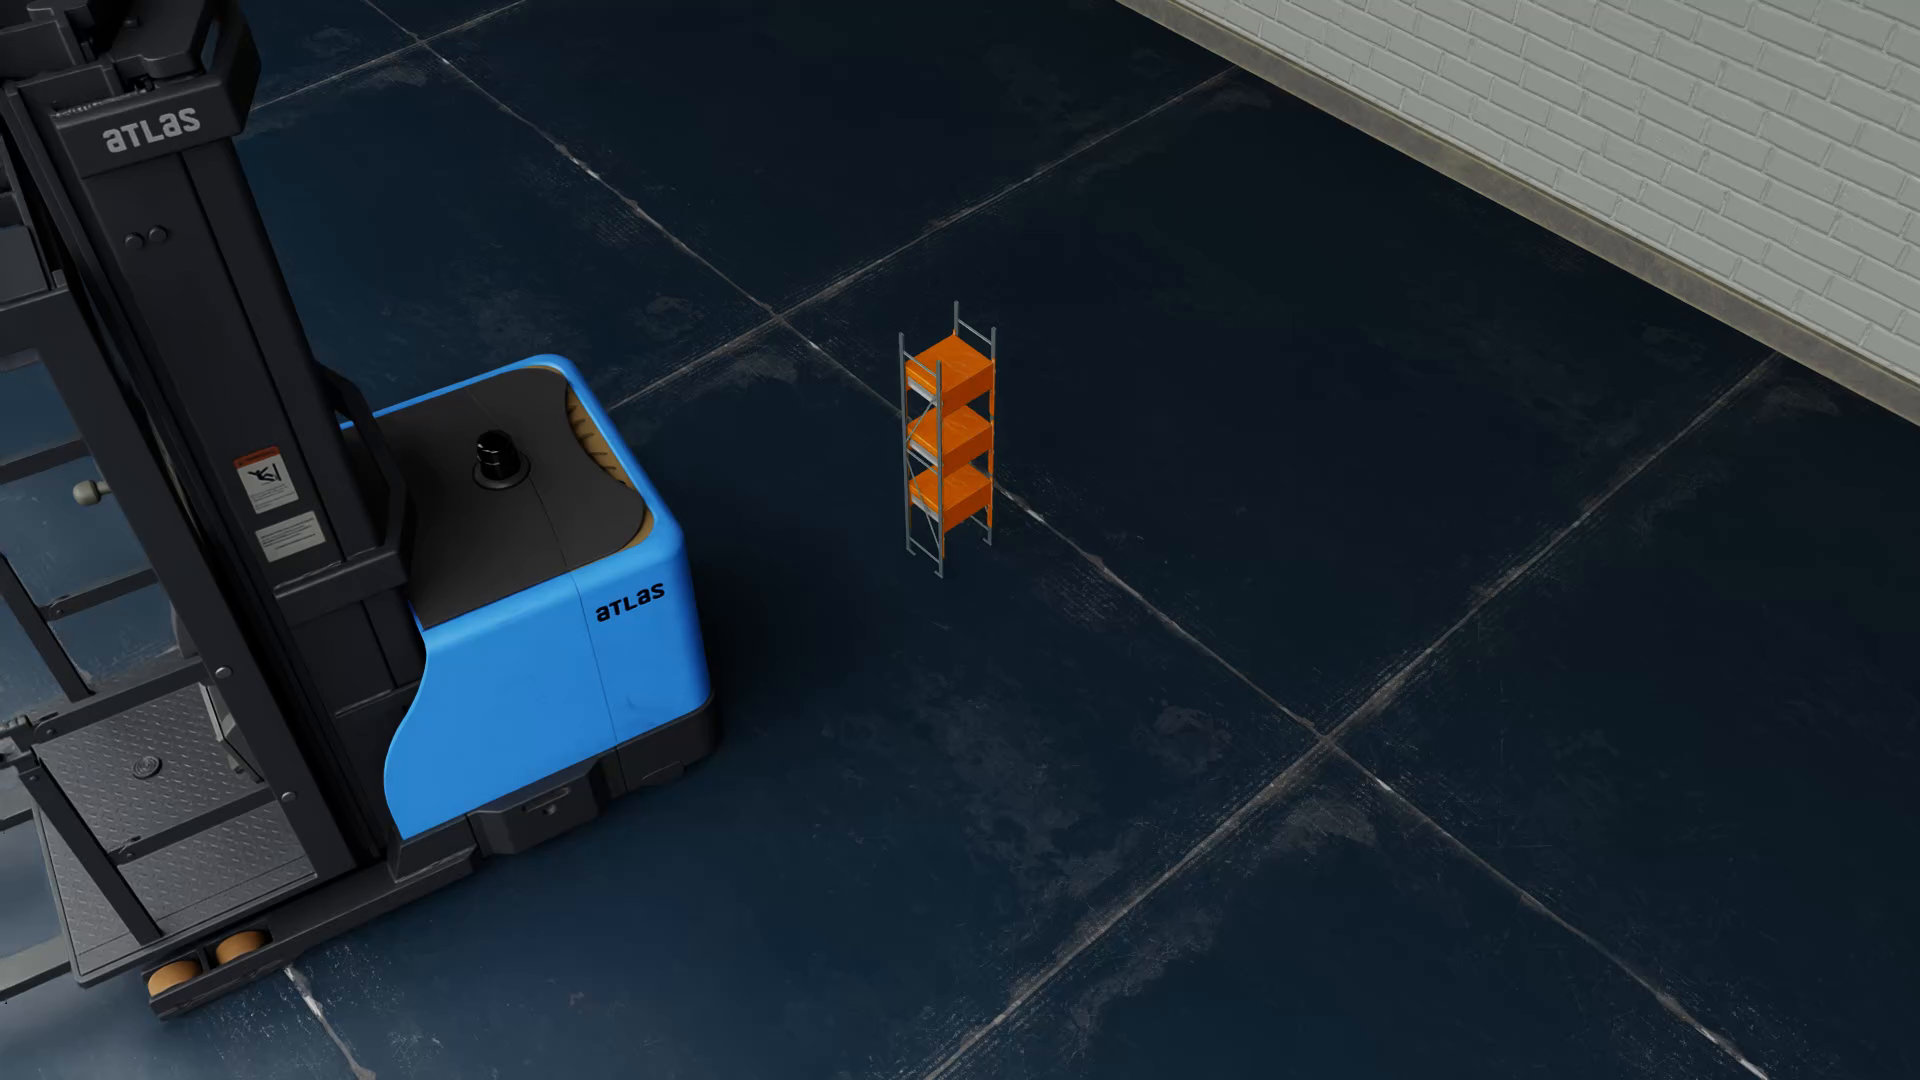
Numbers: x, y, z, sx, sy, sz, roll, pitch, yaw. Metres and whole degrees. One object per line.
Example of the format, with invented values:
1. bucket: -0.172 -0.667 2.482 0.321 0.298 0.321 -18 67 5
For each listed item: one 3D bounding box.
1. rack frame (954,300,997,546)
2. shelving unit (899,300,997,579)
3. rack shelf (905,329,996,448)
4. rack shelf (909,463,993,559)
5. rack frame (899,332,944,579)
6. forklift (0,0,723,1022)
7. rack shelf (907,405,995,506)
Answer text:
1. rack frame: 0.051 -0.390 5.895 0.008 1.050 0.200 -34 56 -27
2. shelving unit: -0.040 -0.330 5.840 0.252 1.050 0.215 -34 56 -27
3. rack shelf: -0.040 -0.515 5.639 0.240 0.259 0.215 -34 56 -27
4. rack shelf: -0.040 -0.134 6.052 0.240 0.259 0.215 -34 56 -27
5. rack frame: -0.130 -0.269 5.784 0.008 1.050 0.200 -34 56 -27
6. forklift: -2.322 -0.035 4.288 3.031 2.935 1.130 -23 52 -20
7. rack shelf: -0.040 -0.322 5.848 0.240 0.259 0.215 -34 56 -27
